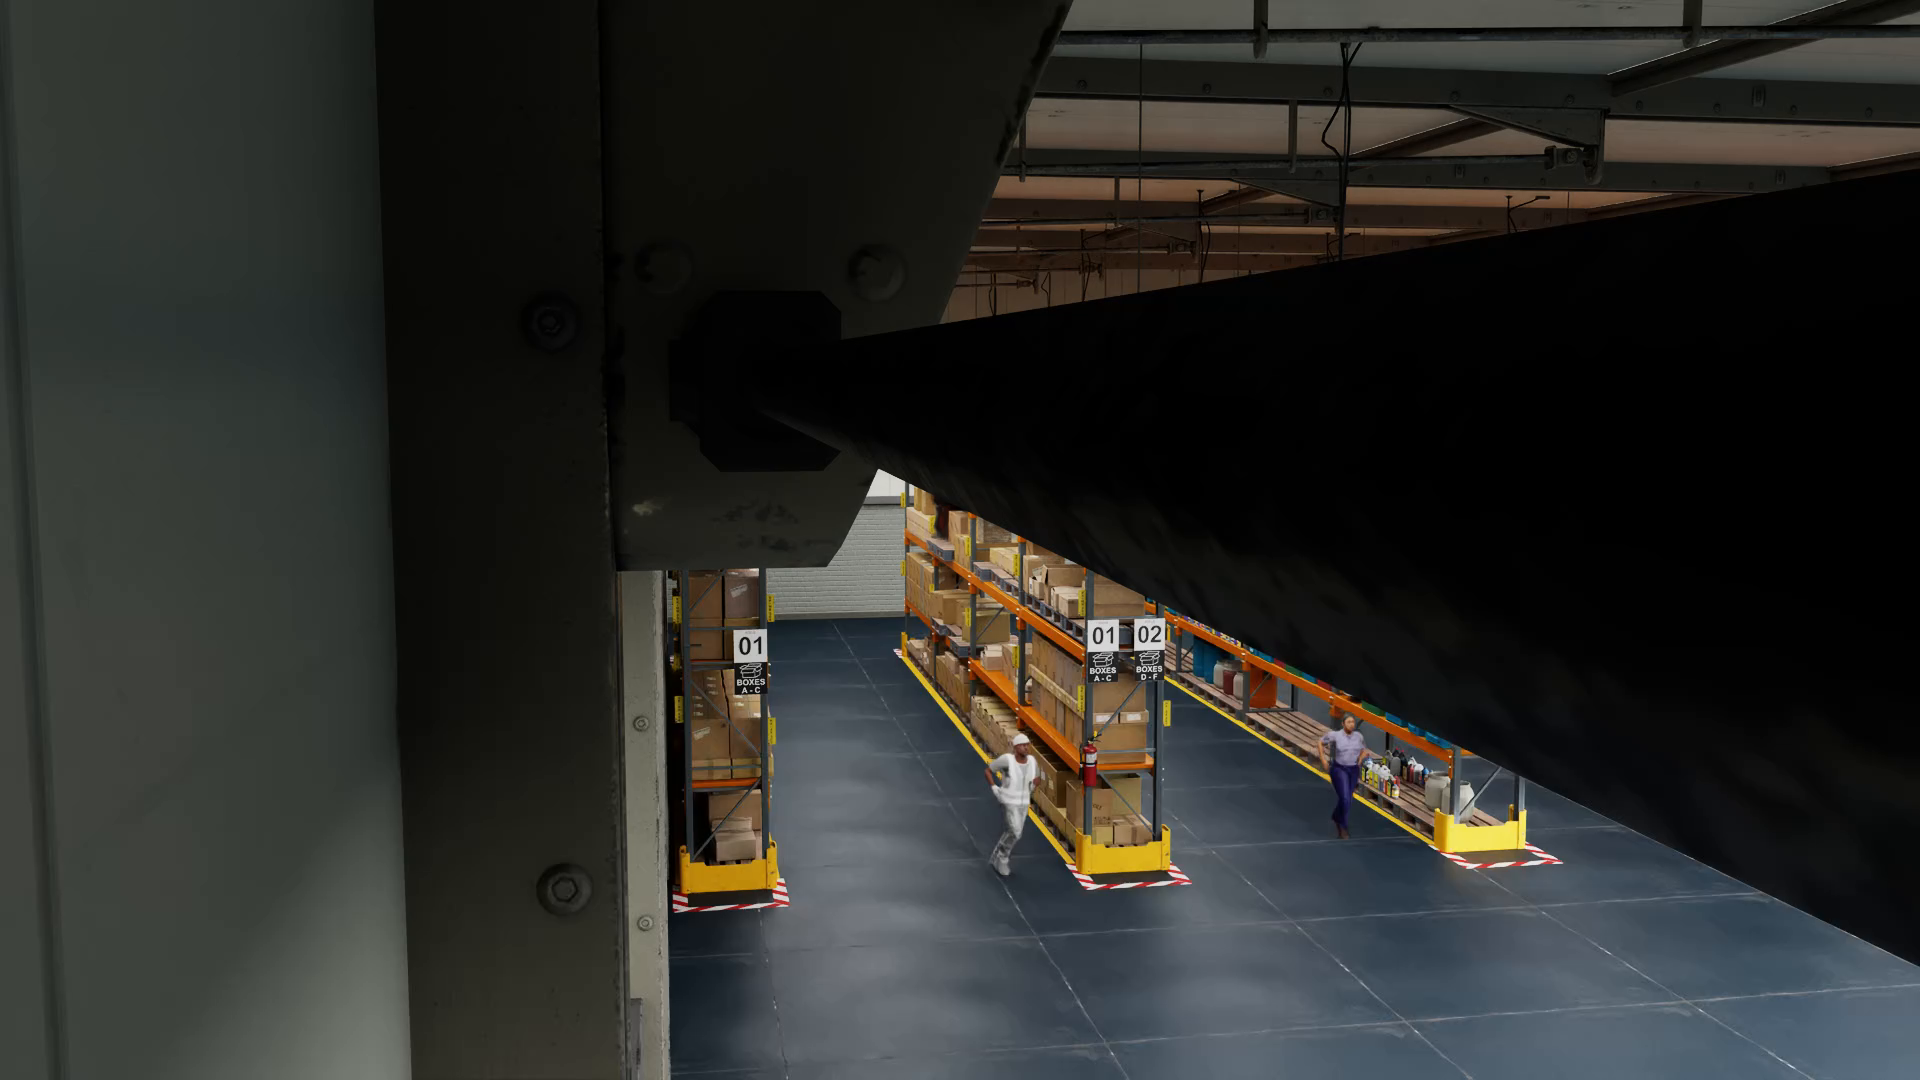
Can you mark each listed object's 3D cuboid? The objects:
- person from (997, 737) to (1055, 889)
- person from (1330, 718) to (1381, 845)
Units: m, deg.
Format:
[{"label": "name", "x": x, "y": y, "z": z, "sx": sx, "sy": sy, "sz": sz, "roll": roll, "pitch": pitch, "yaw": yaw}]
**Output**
[{"label": "person", "x": 0.868, "y": 3.329, "z": 20.631, "sx": 0.702, "sy": 1.796, "sz": 0.922, "roll": -5, "pitch": 7, "yaw": -37}, {"label": "person", "x": 5.339, "y": 3.179, "z": 22.268, "sx": 0.638, "sy": 1.615, "sz": 1.028, "roll": -2, "pitch": 6, "yaw": -15}]
